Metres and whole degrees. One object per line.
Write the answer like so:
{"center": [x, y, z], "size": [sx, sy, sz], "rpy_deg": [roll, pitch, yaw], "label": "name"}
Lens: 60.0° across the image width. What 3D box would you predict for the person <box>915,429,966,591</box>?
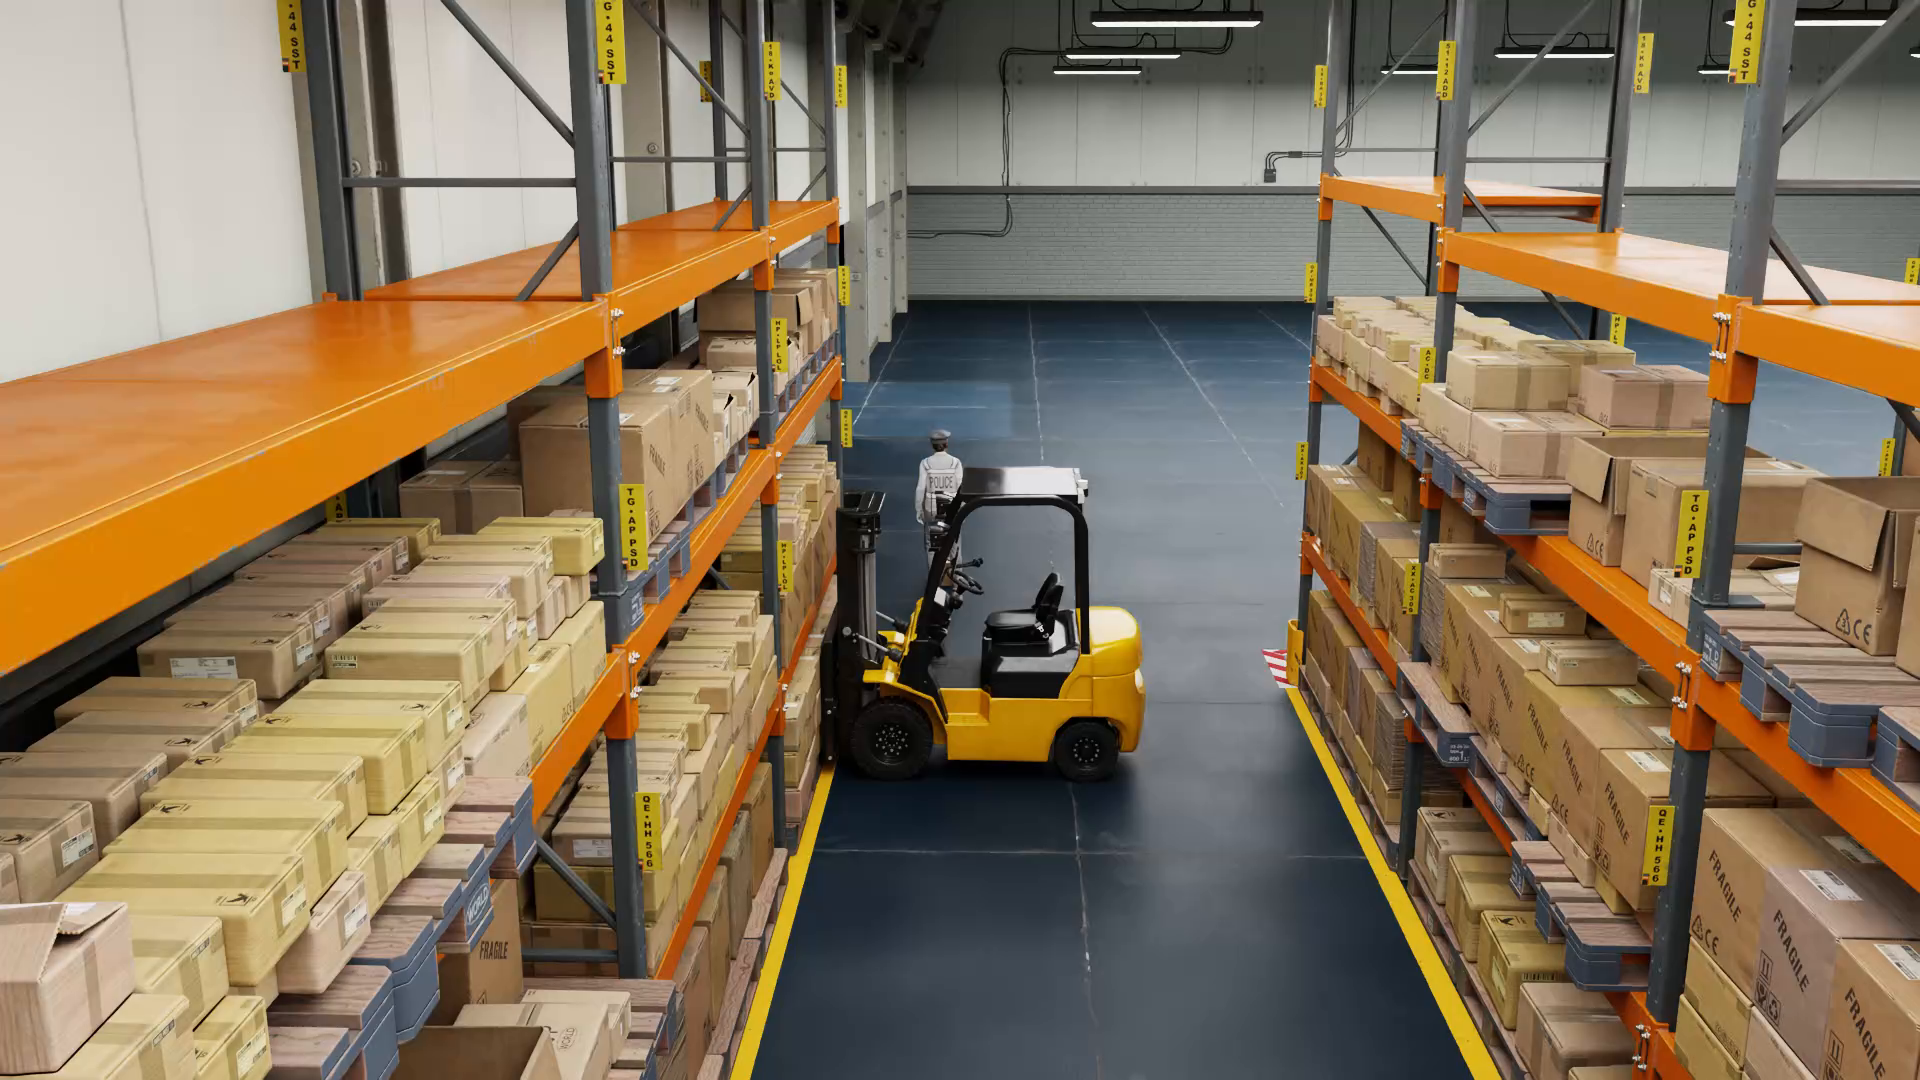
{"center": [-0.192, -0.296, 17.176], "size": [0.542, 1.665, 0.373], "rpy_deg": [0, 14, 0], "label": "person"}
